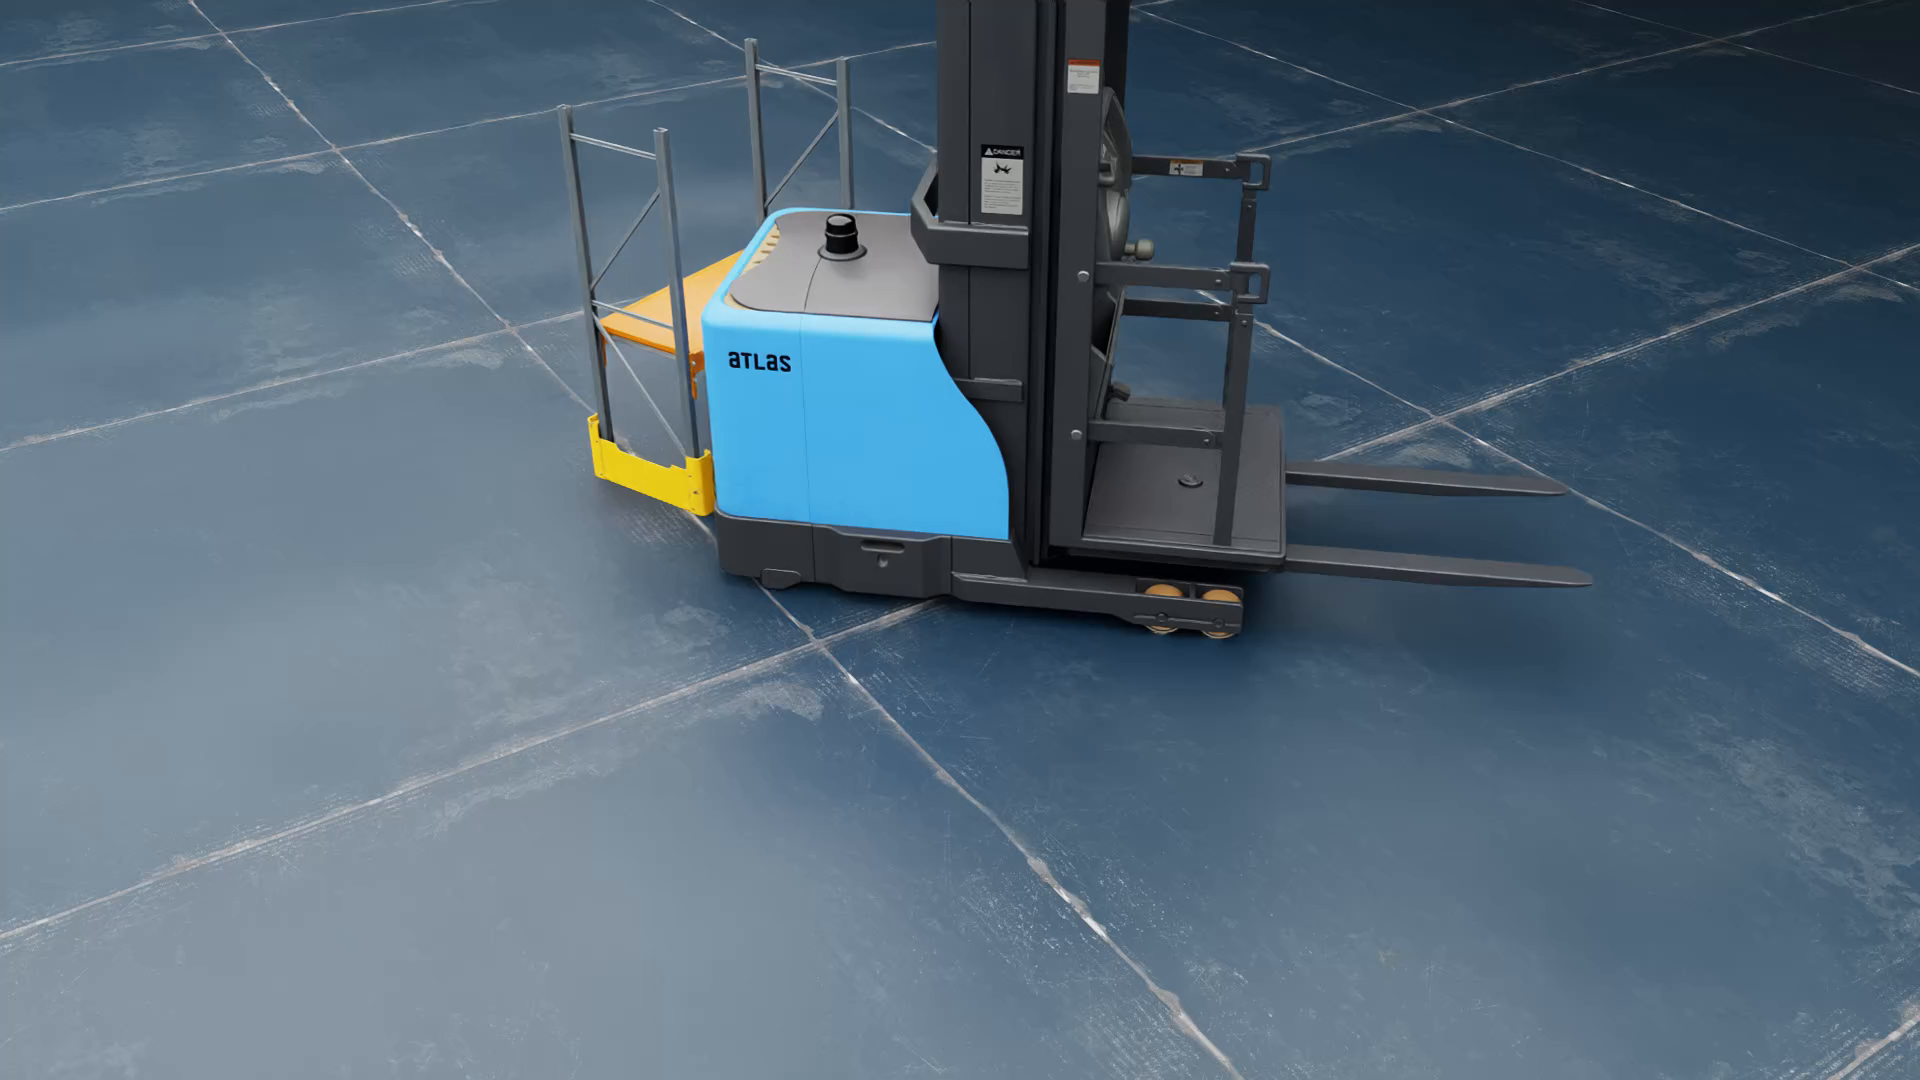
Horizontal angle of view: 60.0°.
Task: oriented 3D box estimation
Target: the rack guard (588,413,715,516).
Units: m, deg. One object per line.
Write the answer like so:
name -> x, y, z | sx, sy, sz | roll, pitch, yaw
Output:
rack guard -> -1.205, -0.299, 6.489 | 0.587, 0.250, 0.087 | 20, 37, 28

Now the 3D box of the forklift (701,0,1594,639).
forklift -> 0.693, -1.207, 5.416 | 3.031, 2.935, 1.130 | 5, 33, 8

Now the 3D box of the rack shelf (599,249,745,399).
rack shelf -> -0.922, -0.900, 6.608 | 0.538, 0.185, 1.000 | 20, 37, 28

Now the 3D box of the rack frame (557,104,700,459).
rack frame -> -1.205, -0.827, 6.155 | 0.500, 1.500, 0.032 | 20, 37, 28

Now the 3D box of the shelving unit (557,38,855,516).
shelving unit -> -0.927, -1.048, 6.505 | 0.587, 1.500, 1.083 | 20, 37, 28

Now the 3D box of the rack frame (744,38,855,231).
rack frame -> -0.638, -1.277, 6.868 | 0.500, 1.500, 0.032 | 20, 37, 28
